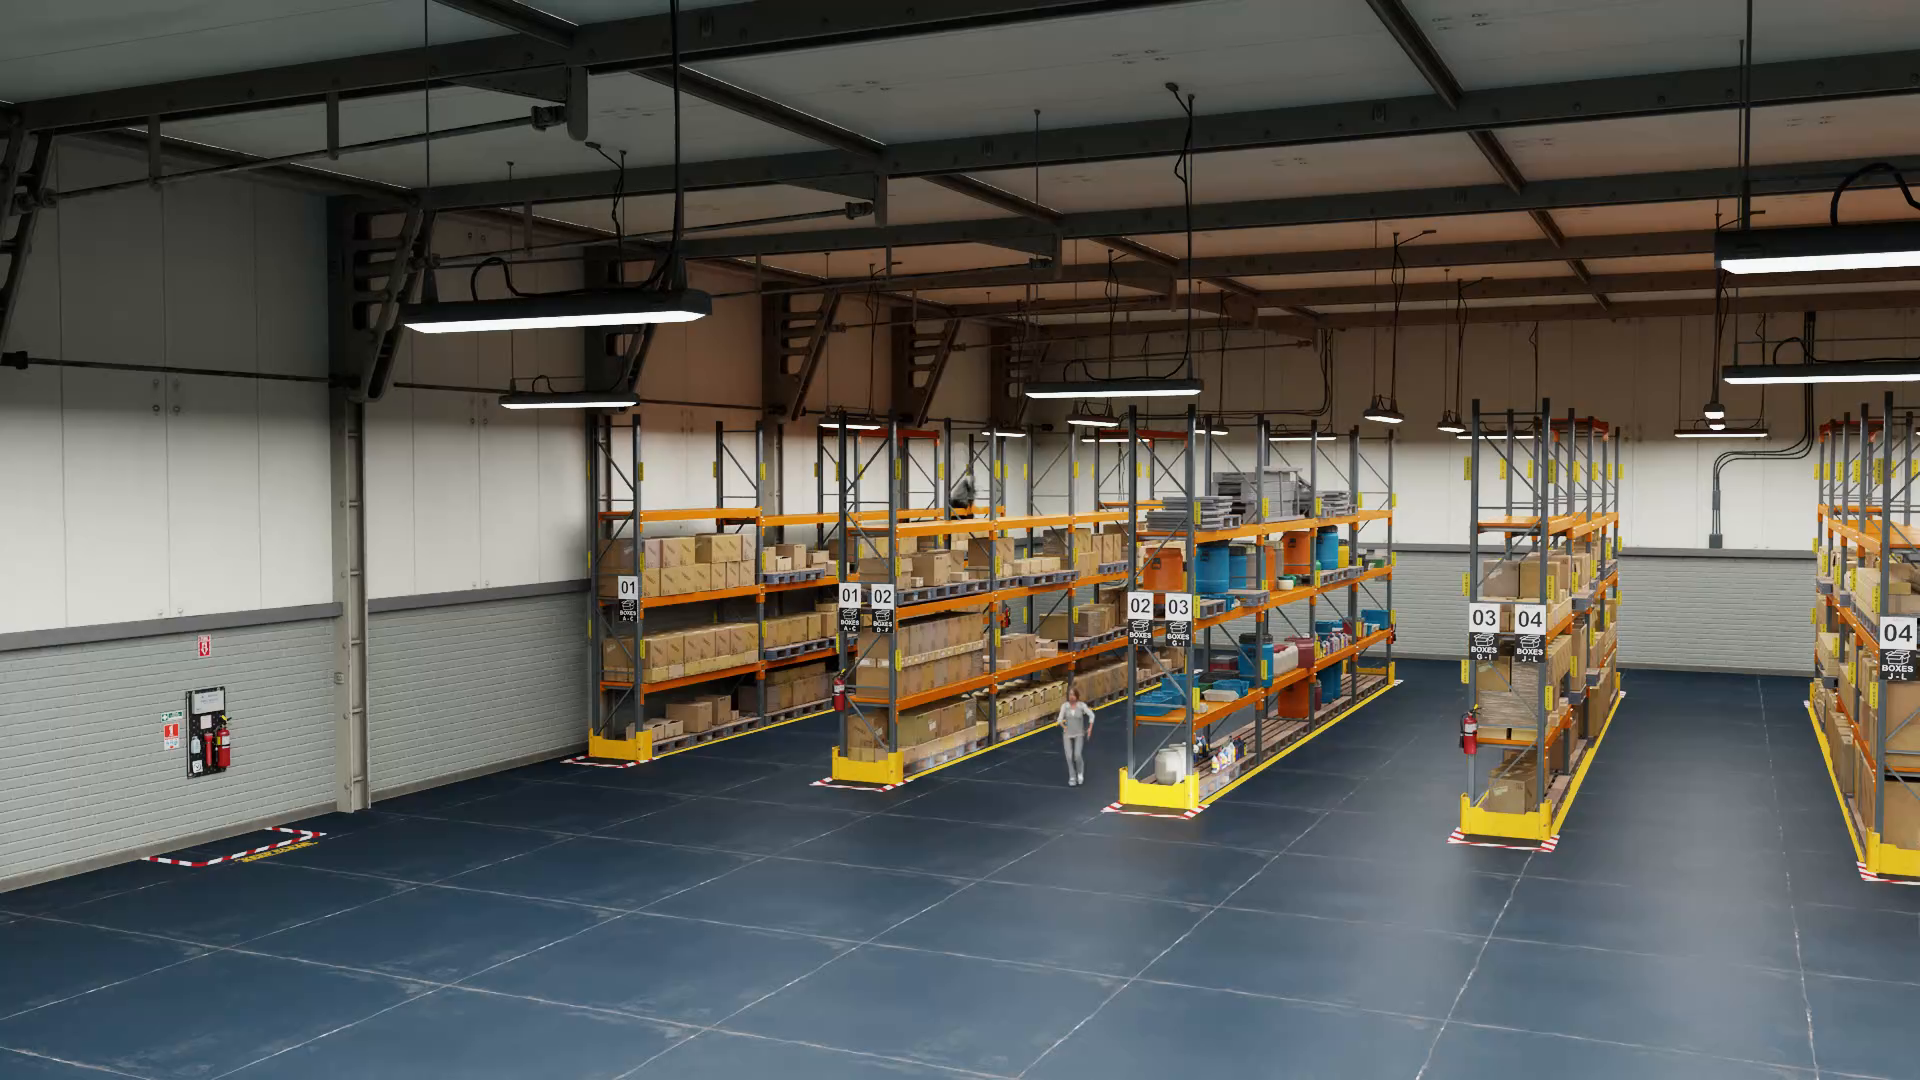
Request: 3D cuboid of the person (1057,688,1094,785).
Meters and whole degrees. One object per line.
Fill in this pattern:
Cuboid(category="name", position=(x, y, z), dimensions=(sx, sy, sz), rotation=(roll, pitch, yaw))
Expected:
Cuboid(category="person", position=(1.815, 3.121, 26.333), dimensions=(0.572, 1.564, 0.605), rotation=(1, 2, 12))
